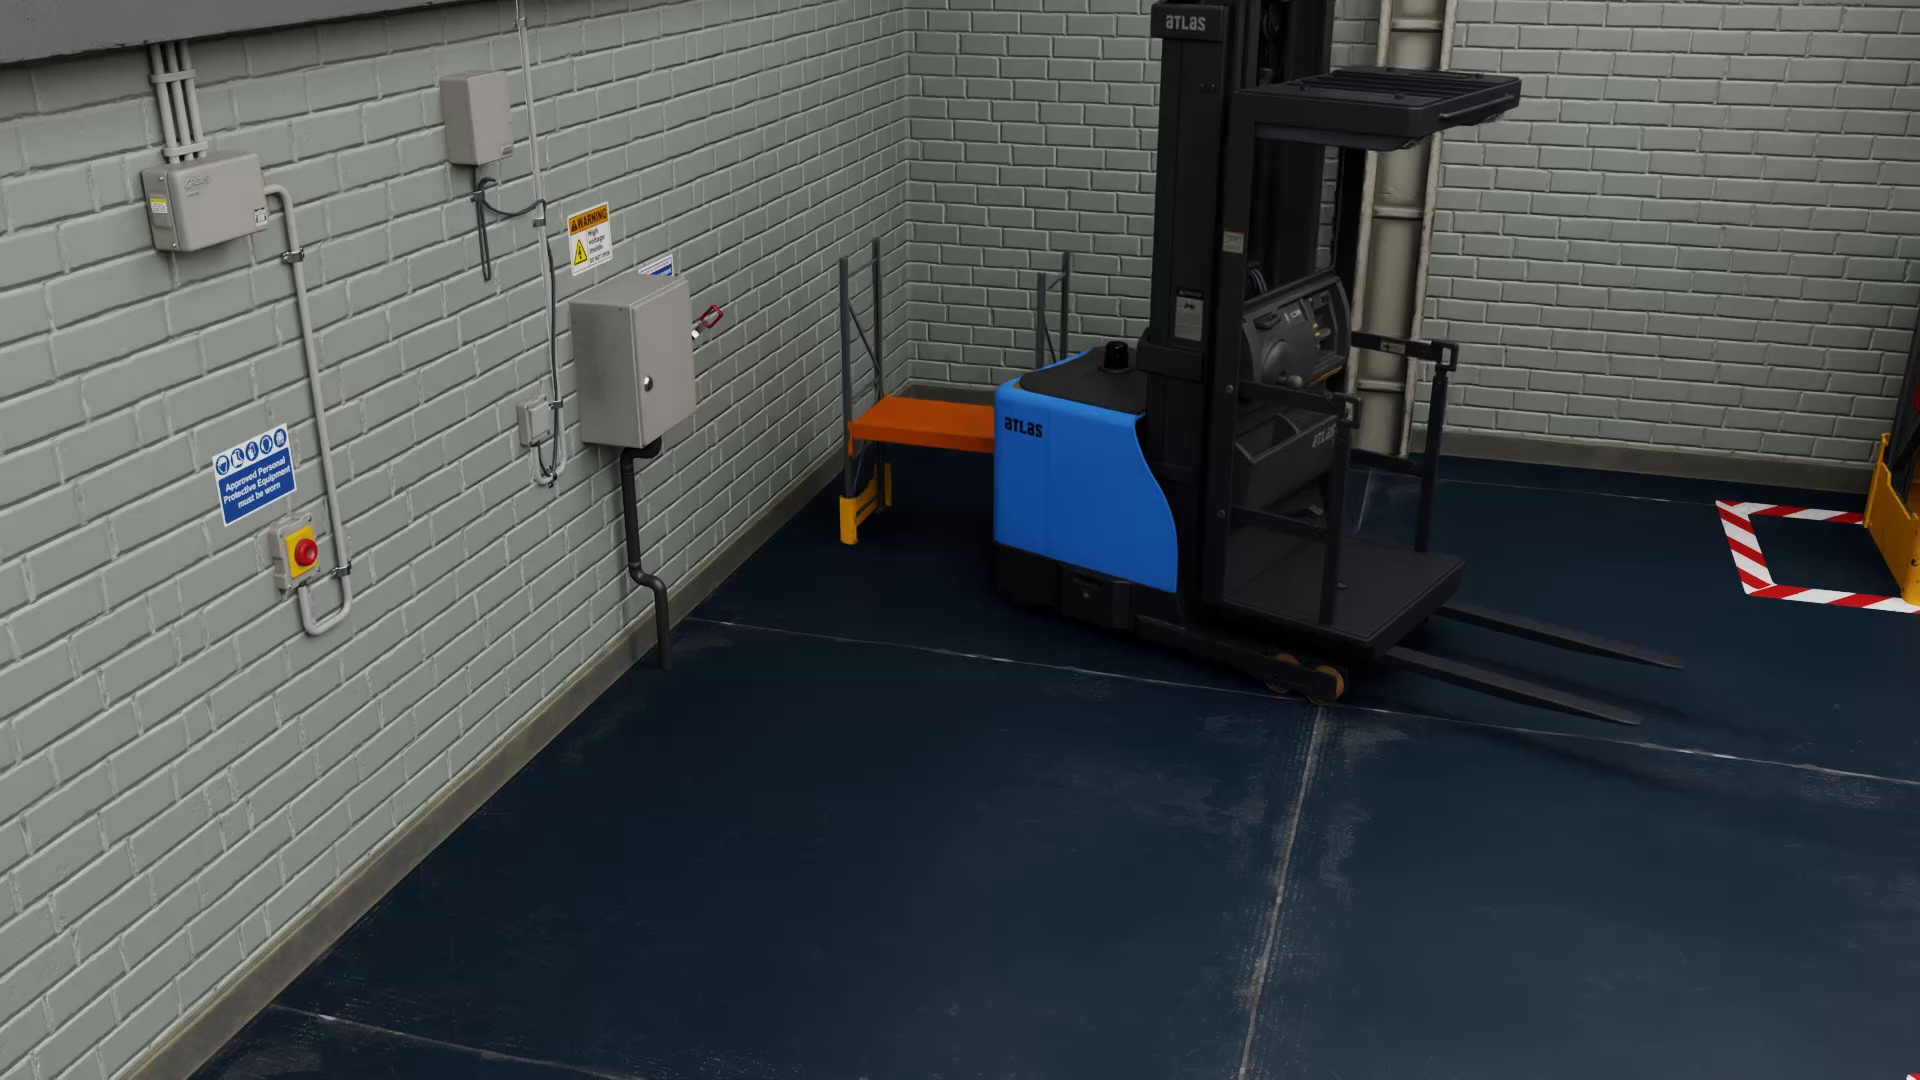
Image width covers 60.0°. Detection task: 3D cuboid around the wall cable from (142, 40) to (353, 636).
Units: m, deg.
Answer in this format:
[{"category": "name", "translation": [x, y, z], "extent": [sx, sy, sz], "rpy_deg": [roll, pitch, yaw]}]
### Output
[{"category": "wall cable", "translation": [-2.019, -0.566, 4.818], "extent": [0.123, 1.953, 0.585], "rpy_deg": [7, 23, 16]}]

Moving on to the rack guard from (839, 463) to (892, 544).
[{"category": "rack guard", "translation": [-0.504, -0.205, 8.939], "extent": [0.087, 0.250, 0.587], "rpy_deg": [7, 23, 17]}]

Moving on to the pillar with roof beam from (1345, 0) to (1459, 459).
[{"category": "pillar with roof beam", "translation": [1.252, -3.111, 4.496], "extent": [0.400, 9.000, 9.100], "rpy_deg": [7, 23, 16]}]

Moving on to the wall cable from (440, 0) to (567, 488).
[{"category": "wall cable", "translation": [-1.620, -1.068, 6.084], "extent": [0.122, 1.984, 0.588], "rpy_deg": [7, 23, 16]}]

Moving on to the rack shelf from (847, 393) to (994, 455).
[{"category": "rack shelf", "translation": [-0.023, -0.556, 8.623], "extent": [1.000, 0.185, 0.538], "rpy_deg": [7, 23, 17]}]

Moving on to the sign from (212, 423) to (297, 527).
[{"category": "sign", "translation": [-2.091, -0.196, 4.939], "extent": [0.001, 0.218, 0.327], "rpy_deg": [7, 23, 16]}]

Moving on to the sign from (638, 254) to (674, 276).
[{"category": "sign", "translation": [-1.328, -0.987, 7.350], "extent": [0.001, 0.494, 0.329], "rpy_deg": [7, 23, 16]}]

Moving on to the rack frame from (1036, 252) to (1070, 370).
[{"category": "rack frame", "translation": [0.460, -0.661, 8.406], "extent": [0.032, 1.500, 0.500], "rpy_deg": [7, 23, 17]}]

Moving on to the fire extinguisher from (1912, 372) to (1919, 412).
[{"category": "fire extinguisher", "translation": [4.542, -0.916, 7.644], "extent": [0.183, 0.674, 0.296], "rpy_deg": [7, 23, 16]}]

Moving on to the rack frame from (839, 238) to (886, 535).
[{"category": "rack frame", "translation": [-0.505, -0.783, 8.702], "extent": [0.032, 1.500, 0.500], "rpy_deg": [7, 23, 17]}]

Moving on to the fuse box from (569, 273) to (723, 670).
[{"category": "fuse box", "translation": [-1.272, -0.233, 7.083], "extent": [0.414, 1.711, 0.539], "rpy_deg": [7, 23, 16]}]

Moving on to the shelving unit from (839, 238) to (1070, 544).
[{"category": "shelving unit", "translation": [-0.031, -0.723, 8.557], "extent": [1.083, 1.500, 0.587], "rpy_deg": [7, 23, 17]}]

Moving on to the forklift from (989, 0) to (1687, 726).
[{"category": "forklift", "translation": [1.622, -0.881, 7.057], "extent": [3.031, 2.935, 1.130], "rpy_deg": [16, 27, 34]}]

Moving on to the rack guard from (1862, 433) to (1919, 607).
[{"category": "rack guard", "translation": [4.889, -0.111, 8.382], "extent": [0.348, 0.500, 1.175], "rpy_deg": [7, 23, 16]}]

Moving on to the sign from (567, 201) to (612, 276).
[{"category": "sign", "translation": [-1.487, -1.214, 6.688], "extent": [0.001, 0.242, 0.339], "rpy_deg": [7, 23, 16]}]

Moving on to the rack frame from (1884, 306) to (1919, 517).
[{"category": "rack frame", "translation": [4.817, -1.276, 7.928], "extent": [0.127, 3.000, 1.000], "rpy_deg": [7, 23, 16]}]
